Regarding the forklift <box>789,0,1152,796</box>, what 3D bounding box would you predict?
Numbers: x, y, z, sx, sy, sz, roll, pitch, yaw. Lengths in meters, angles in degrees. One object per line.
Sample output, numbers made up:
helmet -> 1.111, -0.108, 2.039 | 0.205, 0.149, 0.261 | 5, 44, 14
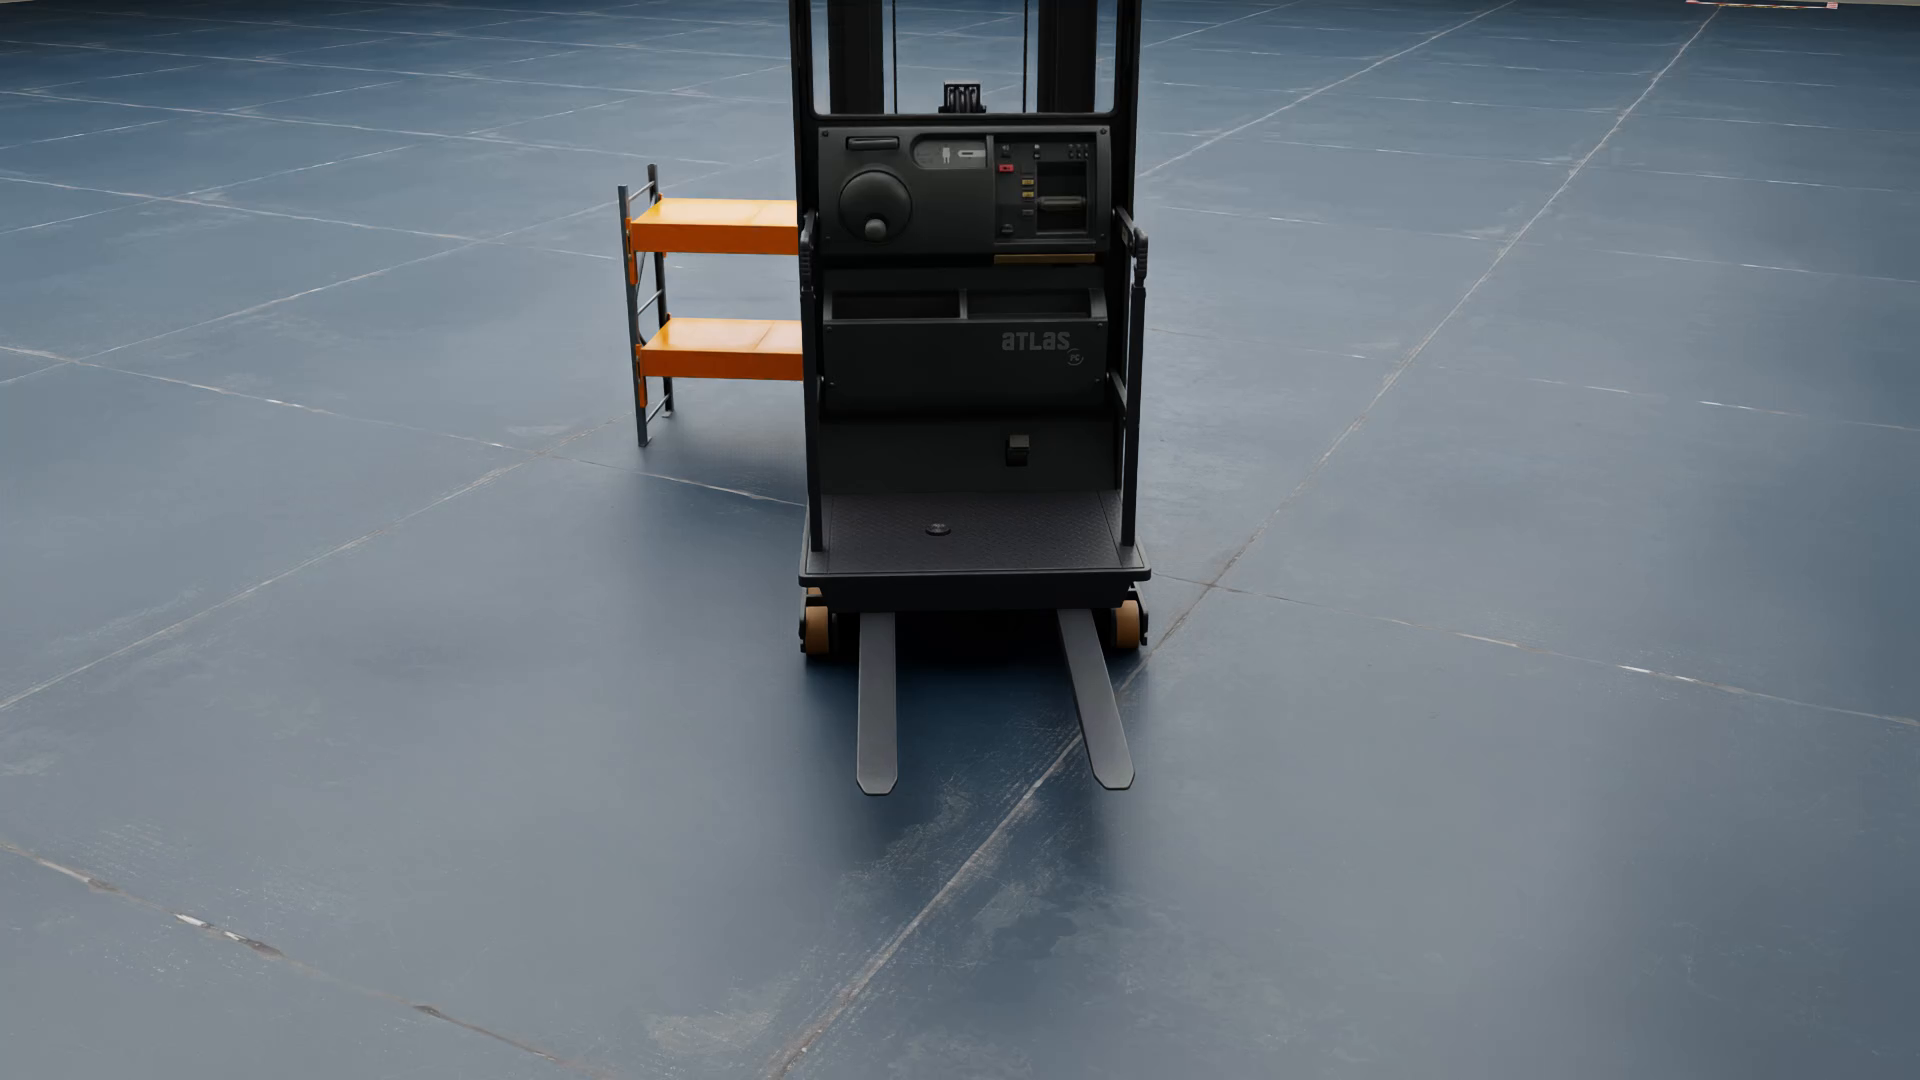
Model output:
forklift -> 0.028, -1.102, 5.097 | 1.130, 2.935, 3.031 | -1, 23, -2

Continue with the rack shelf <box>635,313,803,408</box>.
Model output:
rack shelf -> -0.849, -0.776, 7.263 | 1.000, 0.278, 0.538 | 2, 23, 5

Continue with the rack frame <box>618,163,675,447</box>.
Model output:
rack frame -> -1.355, -1.020, 7.212 | 0.032, 1.125, 0.500 | 2, 23, 5

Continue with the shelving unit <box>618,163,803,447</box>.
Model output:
shelving unit -> -0.849, -1.001, 7.167 | 1.048, 1.125, 0.538 | 2, 23, 5

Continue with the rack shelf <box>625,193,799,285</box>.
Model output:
rack shelf -> -0.849, -1.271, 7.052 | 1.000, 0.278, 0.538 | 2, 23, 5
